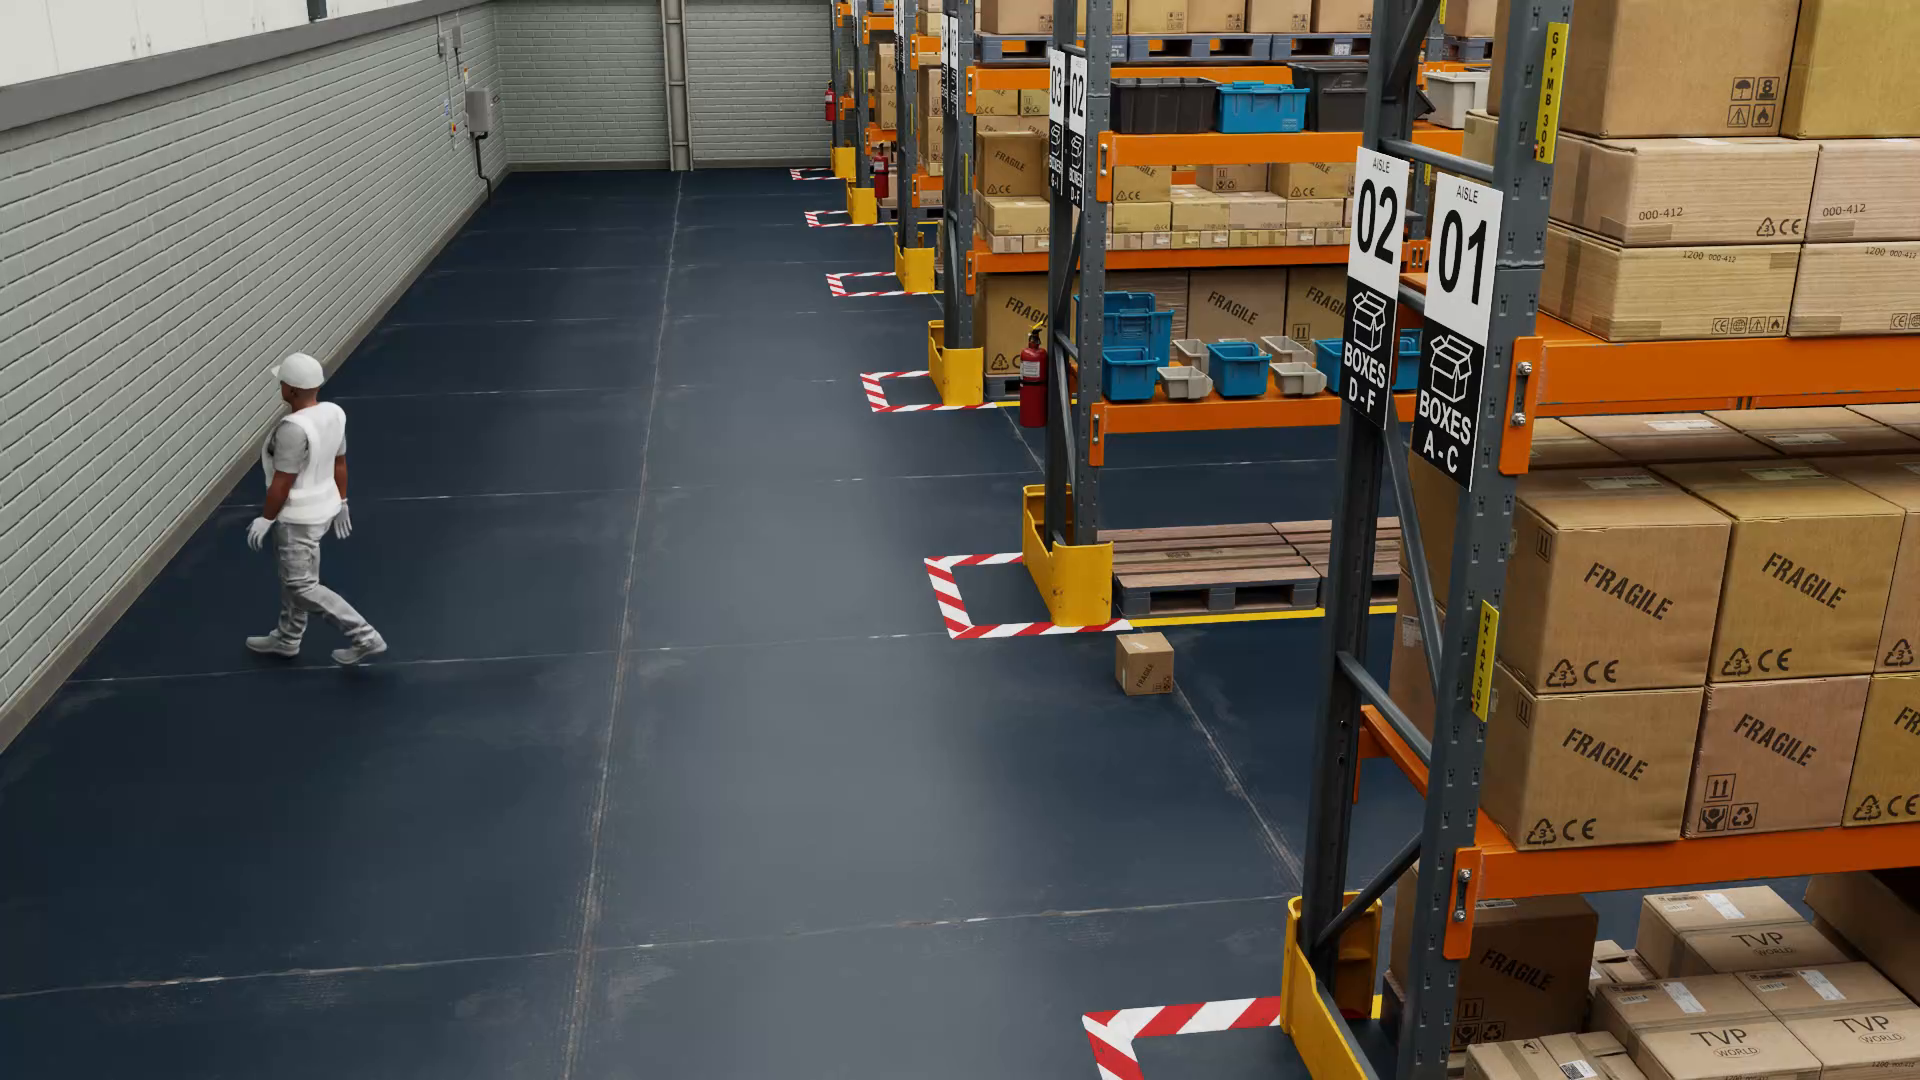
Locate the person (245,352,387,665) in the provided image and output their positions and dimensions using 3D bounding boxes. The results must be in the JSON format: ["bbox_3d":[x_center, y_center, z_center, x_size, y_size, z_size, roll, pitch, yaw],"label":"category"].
[{"bbox_3d":[-3.569,-0.143,8.940,0.910,1.756,0.552,1,20,2],"label":"person"}]
